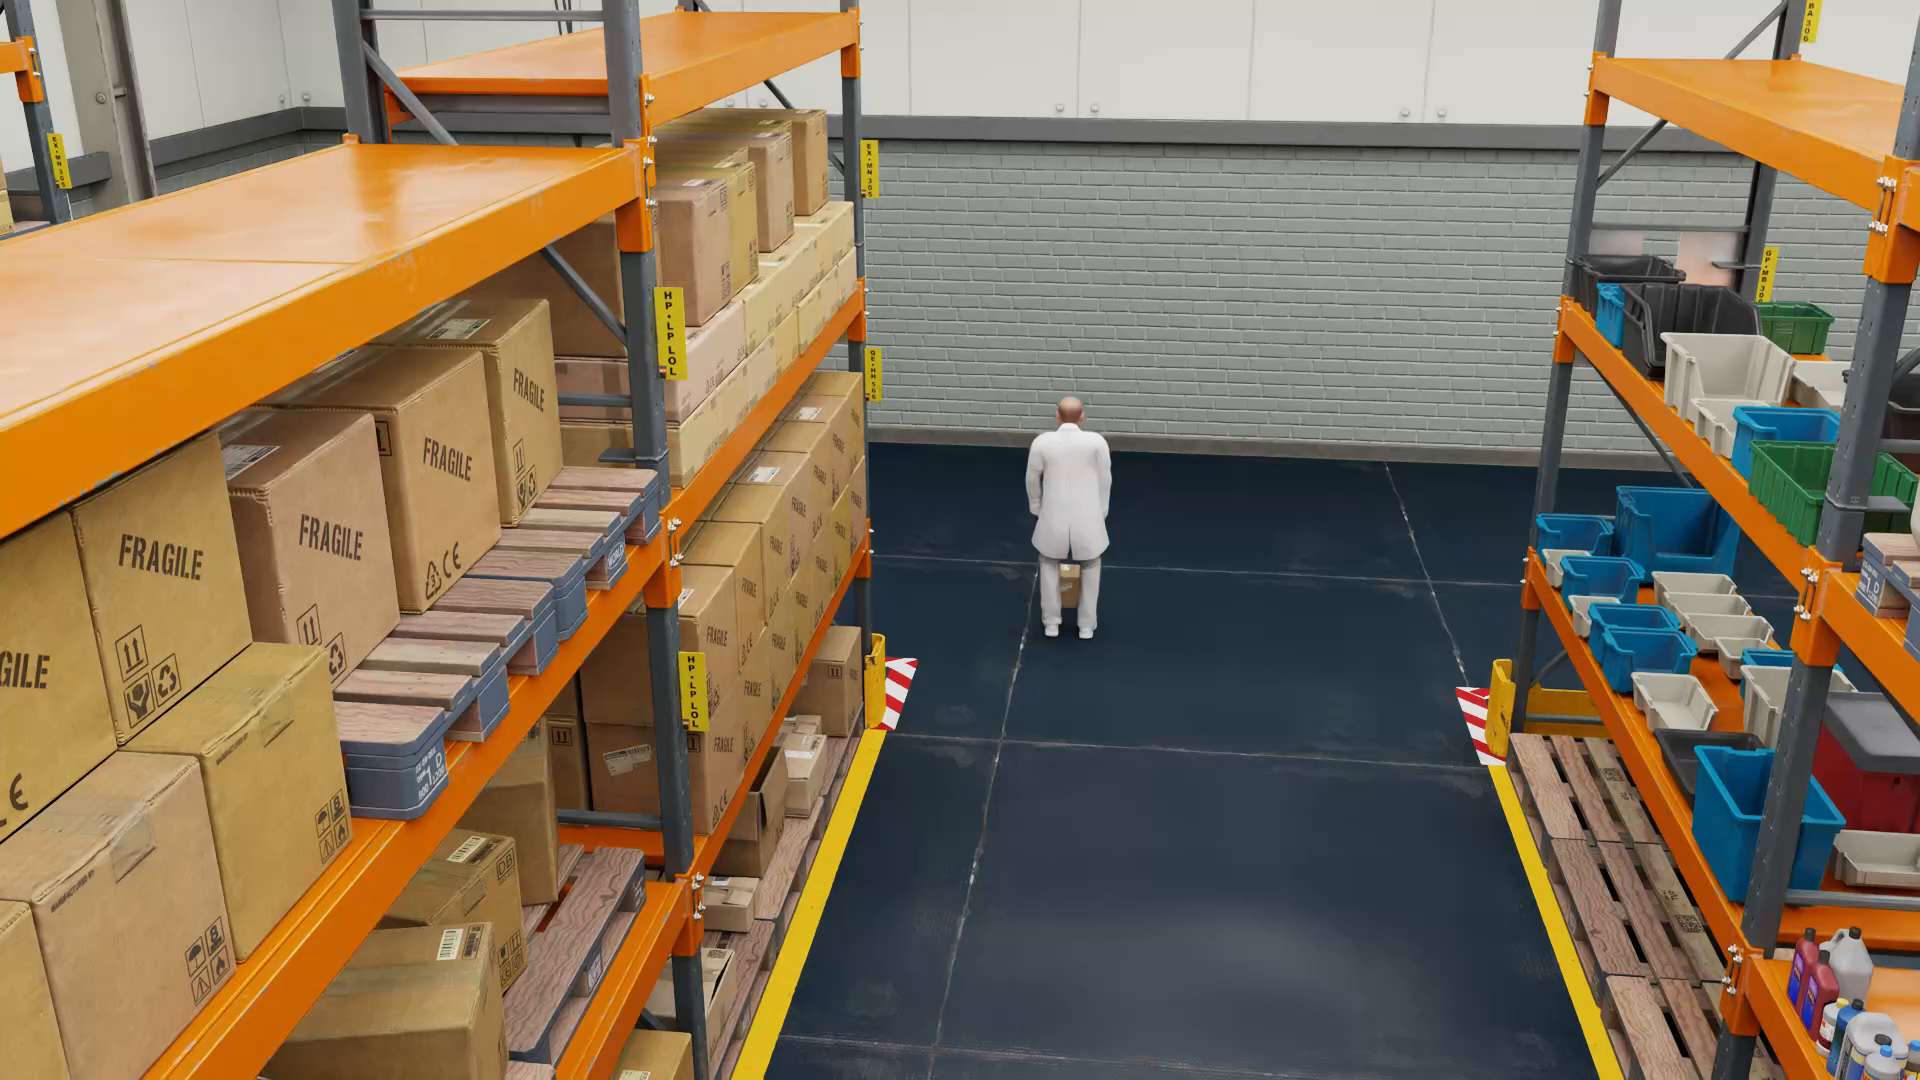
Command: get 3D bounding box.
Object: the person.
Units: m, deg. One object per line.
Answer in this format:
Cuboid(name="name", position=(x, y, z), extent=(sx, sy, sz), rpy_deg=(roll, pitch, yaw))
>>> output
Cuboid(name="person", position=(0.751, -0.151, 11.620), extent=(0.599, 1.702, 0.466), rpy_deg=(3, 21, 8))
